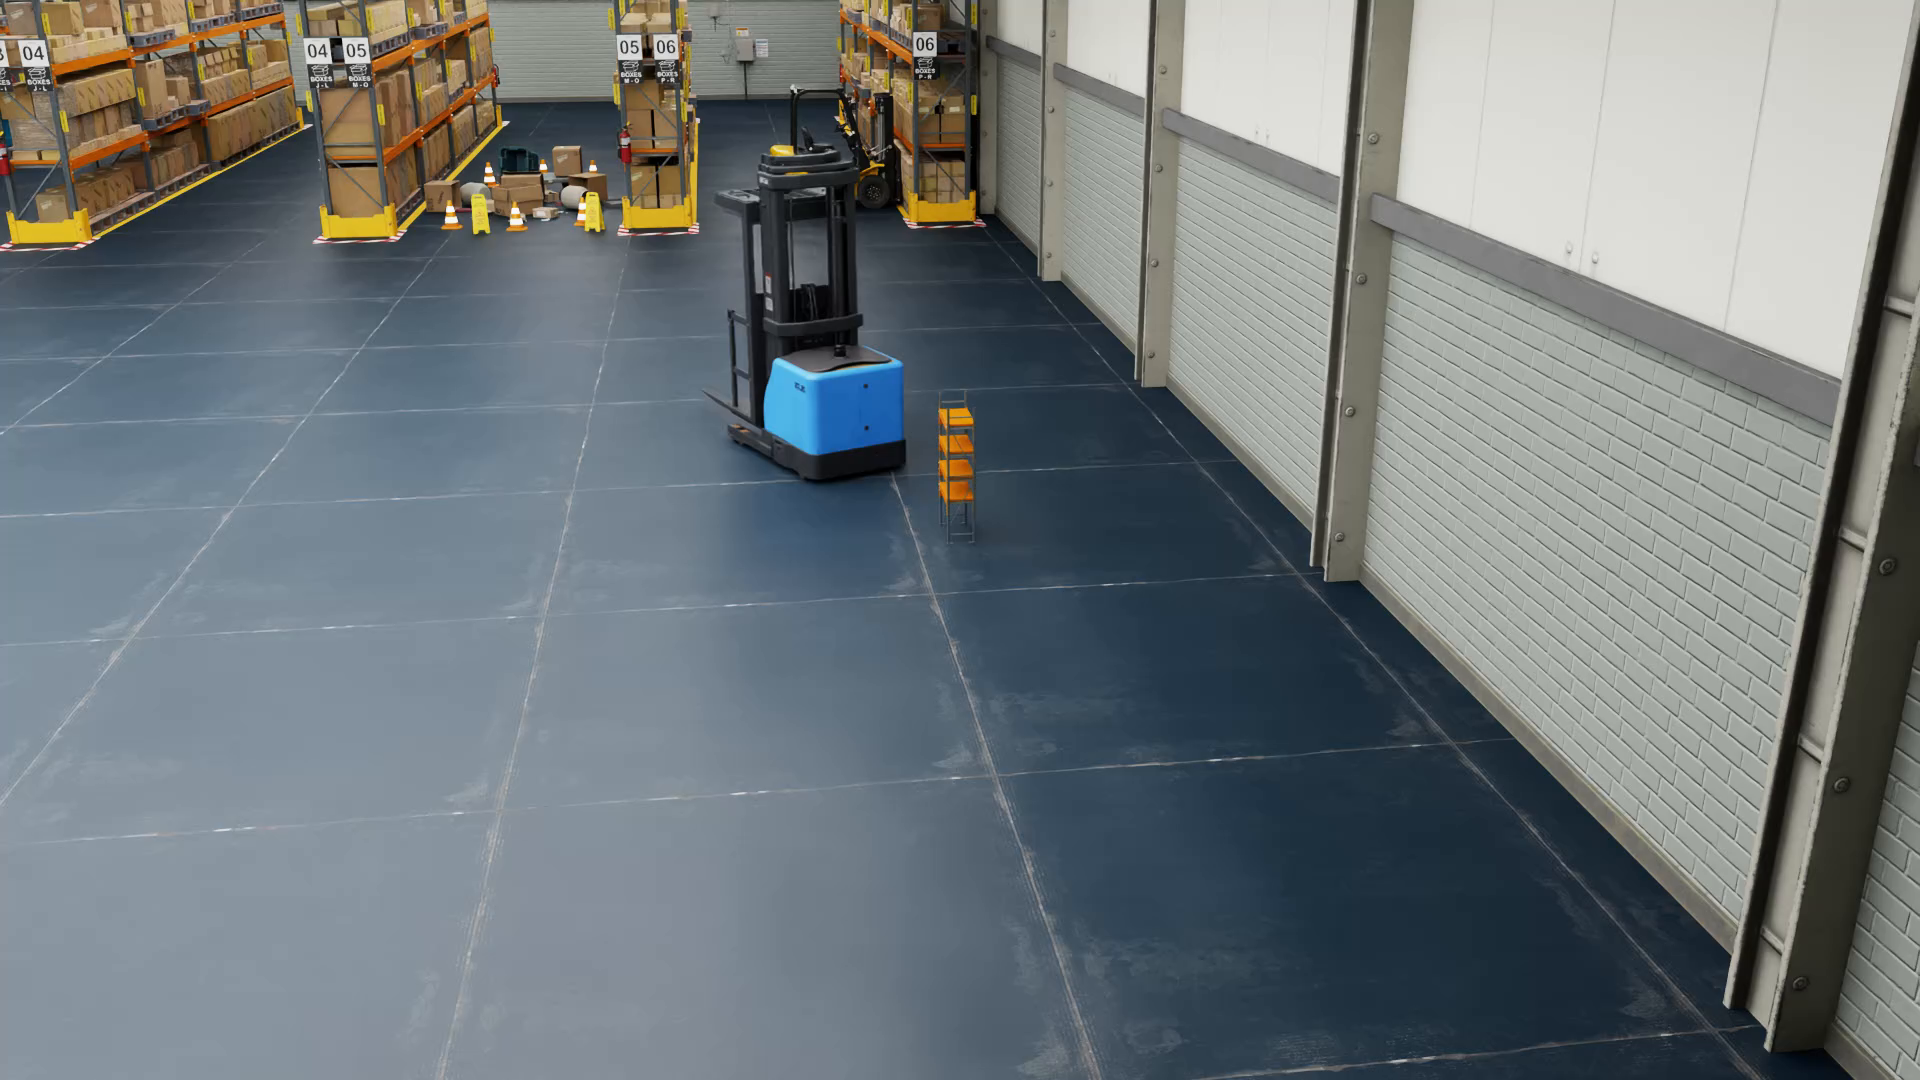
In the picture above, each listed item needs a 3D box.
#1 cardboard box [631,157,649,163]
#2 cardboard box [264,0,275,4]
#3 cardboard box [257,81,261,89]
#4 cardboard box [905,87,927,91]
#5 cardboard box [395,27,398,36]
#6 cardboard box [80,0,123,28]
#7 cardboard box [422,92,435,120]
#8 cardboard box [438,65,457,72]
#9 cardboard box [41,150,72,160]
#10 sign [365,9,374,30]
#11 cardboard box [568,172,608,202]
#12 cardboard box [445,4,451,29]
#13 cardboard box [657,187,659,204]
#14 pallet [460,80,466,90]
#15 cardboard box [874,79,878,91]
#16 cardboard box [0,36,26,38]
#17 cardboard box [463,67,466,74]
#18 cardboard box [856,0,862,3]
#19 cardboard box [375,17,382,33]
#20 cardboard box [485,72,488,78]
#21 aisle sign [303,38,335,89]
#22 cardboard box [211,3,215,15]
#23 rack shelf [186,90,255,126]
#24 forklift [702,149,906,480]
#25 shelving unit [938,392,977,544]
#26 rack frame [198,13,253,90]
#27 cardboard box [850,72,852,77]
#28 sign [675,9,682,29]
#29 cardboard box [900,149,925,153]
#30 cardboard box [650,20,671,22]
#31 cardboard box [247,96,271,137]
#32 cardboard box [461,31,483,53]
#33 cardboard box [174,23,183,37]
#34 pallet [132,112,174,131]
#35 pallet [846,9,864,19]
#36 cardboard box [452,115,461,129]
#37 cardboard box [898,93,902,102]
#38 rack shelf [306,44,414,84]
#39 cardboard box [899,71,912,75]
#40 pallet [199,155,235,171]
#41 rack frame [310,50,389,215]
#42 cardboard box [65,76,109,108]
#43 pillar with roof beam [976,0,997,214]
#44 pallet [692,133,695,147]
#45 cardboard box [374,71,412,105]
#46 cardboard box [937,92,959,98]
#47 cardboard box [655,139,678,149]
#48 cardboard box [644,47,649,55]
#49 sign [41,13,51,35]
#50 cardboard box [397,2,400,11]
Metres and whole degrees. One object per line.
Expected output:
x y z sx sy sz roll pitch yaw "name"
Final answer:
-5.720 -6.790 29.514 0.380 0.149 0.250 -2 21 -6 "cardboard box"
-17.212 -13.397 40.698 0.700 0.500 0.500 -4 21 -11 "cardboard box"
-16.514 -10.586 38.705 0.380 0.149 0.250 -4 21 -10 "cardboard box"
-0.803 -8.224 30.528 0.380 0.149 0.250 -3 21 -7 "cardboard box"
-10.172 -9.008 29.451 0.380 0.149 0.250 -3 21 -7 "cardboard box"
-15.293 -9.406 29.618 0.500 0.500 0.500 -4 21 -9 "cardboard box"
-10.640 -8.529 32.697 0.500 0.500 0.500 -3 21 -8 "cardboard box"
-11.402 -10.486 36.987 0.380 0.149 0.250 -4 21 -10 "cardboard box"
-14.838 -6.332 27.315 0.380 0.149 0.250 -3 21 -8 "cardboard box"
-9.560 -8.431 26.928 0.100 0.325 0.005 -3 21 -8 "sign"
-6.995 -6.614 31.281 0.500 0.500 0.500 12 24 29 "cardboard box"
-11.162 -11.160 35.452 0.500 0.500 0.500 -3 21 -8 "cardboard box"
-5.676 -6.193 29.914 0.500 0.250 0.500 -3 21 -8 "cardboard box"
-11.874 -10.347 37.980 1.003 0.211 1.213 -3 21 -8 "pallet"
-1.575 -9.684 35.433 0.500 0.250 0.500 -2 21 -6 "cardboard box"
-15.451 -8.126 27.117 0.380 0.149 0.250 -4 21 -10 "cardboard box"
-11.588 -10.799 38.251 0.380 0.149 0.250 -2 21 -6 "cardboard box"
-2.156 -12.260 37.731 0.380 0.149 0.250 -3 21 -7 "cardboard box"
-10.000 -8.627 27.861 0.500 0.250 0.500 -3 21 -8 "cardboard box"
-11.981 -11.616 41.463 0.380 0.149 0.250 -2 21 -6 "cardboard box"
-10.397 -7.732 26.989 0.394 0.787 0.004 -3 21 -8 "aisle sign"
-16.694 -11.669 36.487 0.500 0.311 0.500 -4 21 -10 "cardboard box"
-16.475 -9.464 36.370 1.077 0.370 4.000 -3 21 -8 "rack shelf"
-1.720 -2.405 16.540 1.130 2.935 3.031 -12 24 -29 "forklift"
-0.024 -0.619 14.234 0.258 1.200 0.503 -3 21 -8 "shelving unit"
-16.763 -10.493 38.098 1.000 3.000 0.127 -3 21 -8 "rack frame"
-2.537 -11.582 41.372 0.380 0.149 0.250 -3 21 -9 "cardboard box"
-4.690 -8.680 27.708 0.100 0.325 0.005 -3 21 -8 "sign"
-0.918 -7.137 31.014 0.500 0.250 0.500 -3 21 -9 "cardboard box"
-5.196 -8.981 28.980 0.380 0.149 0.250 -3 21 -8 "cardboard box"
-16.779 -9.927 39.019 0.875 0.875 0.875 -3 21 -8 "cardboard box"
-11.869 -12.064 40.307 0.500 0.500 0.500 -4 21 -10 "cardboard box"
-15.790 -10.120 33.026 0.500 0.250 0.500 -3 21 -8 "cardboard box"
-15.576 -7.906 31.444 1.003 0.211 1.213 -3 21 -8 "pallet"
-2.021 -12.333 39.004 1.213 0.211 1.003 -3 21 -8 "pallet"
-11.197 -9.127 36.341 0.500 0.250 0.500 -3 21 -8 "cardboard box"
-0.950 -8.257 31.042 0.380 0.149 0.250 -4 21 -9 "cardboard box"
-10.399 -8.314 29.006 1.077 0.370 4.000 -3 21 -8 "rack shelf"
-1.096 -9.931 35.521 0.380 0.149 0.250 -3 21 -8 "cardboard box"
-16.225 -8.079 35.619 1.003 0.211 1.213 -3 21 -8 "pallet"
-10.110 -6.554 27.550 1.000 3.000 0.127 -3 21 -8 "rack frame"
-15.060 -7.717 28.667 0.500 0.500 0.500 -3 21 -8 "cardboard box"
-3.784 -9.970 28.123 9.100 9.000 0.400 -3 21 -8 "pillar with roof beam"
-6.771 -9.424 39.219 1.003 0.211 1.213 -3 21 -8 "pallet"
-10.474 -8.201 30.203 0.875 0.550 0.550 -3 21 -8 "cardboard box"
-0.209 -7.890 29.633 0.380 0.149 0.250 -3 21 -7 "cardboard box"
-5.071 -6.849 28.699 0.380 0.149 0.250 -3 21 -8 "cardboard box"
-5.598 -8.505 28.846 0.380 0.149 0.250 -3 21 -7 "cardboard box"
-14.496 -8.181 26.370 0.100 0.325 0.005 -3 21 -8 "sign"
-10.247 -9.558 29.784 0.380 0.149 0.250 -3 21 -8 "cardboard box"
